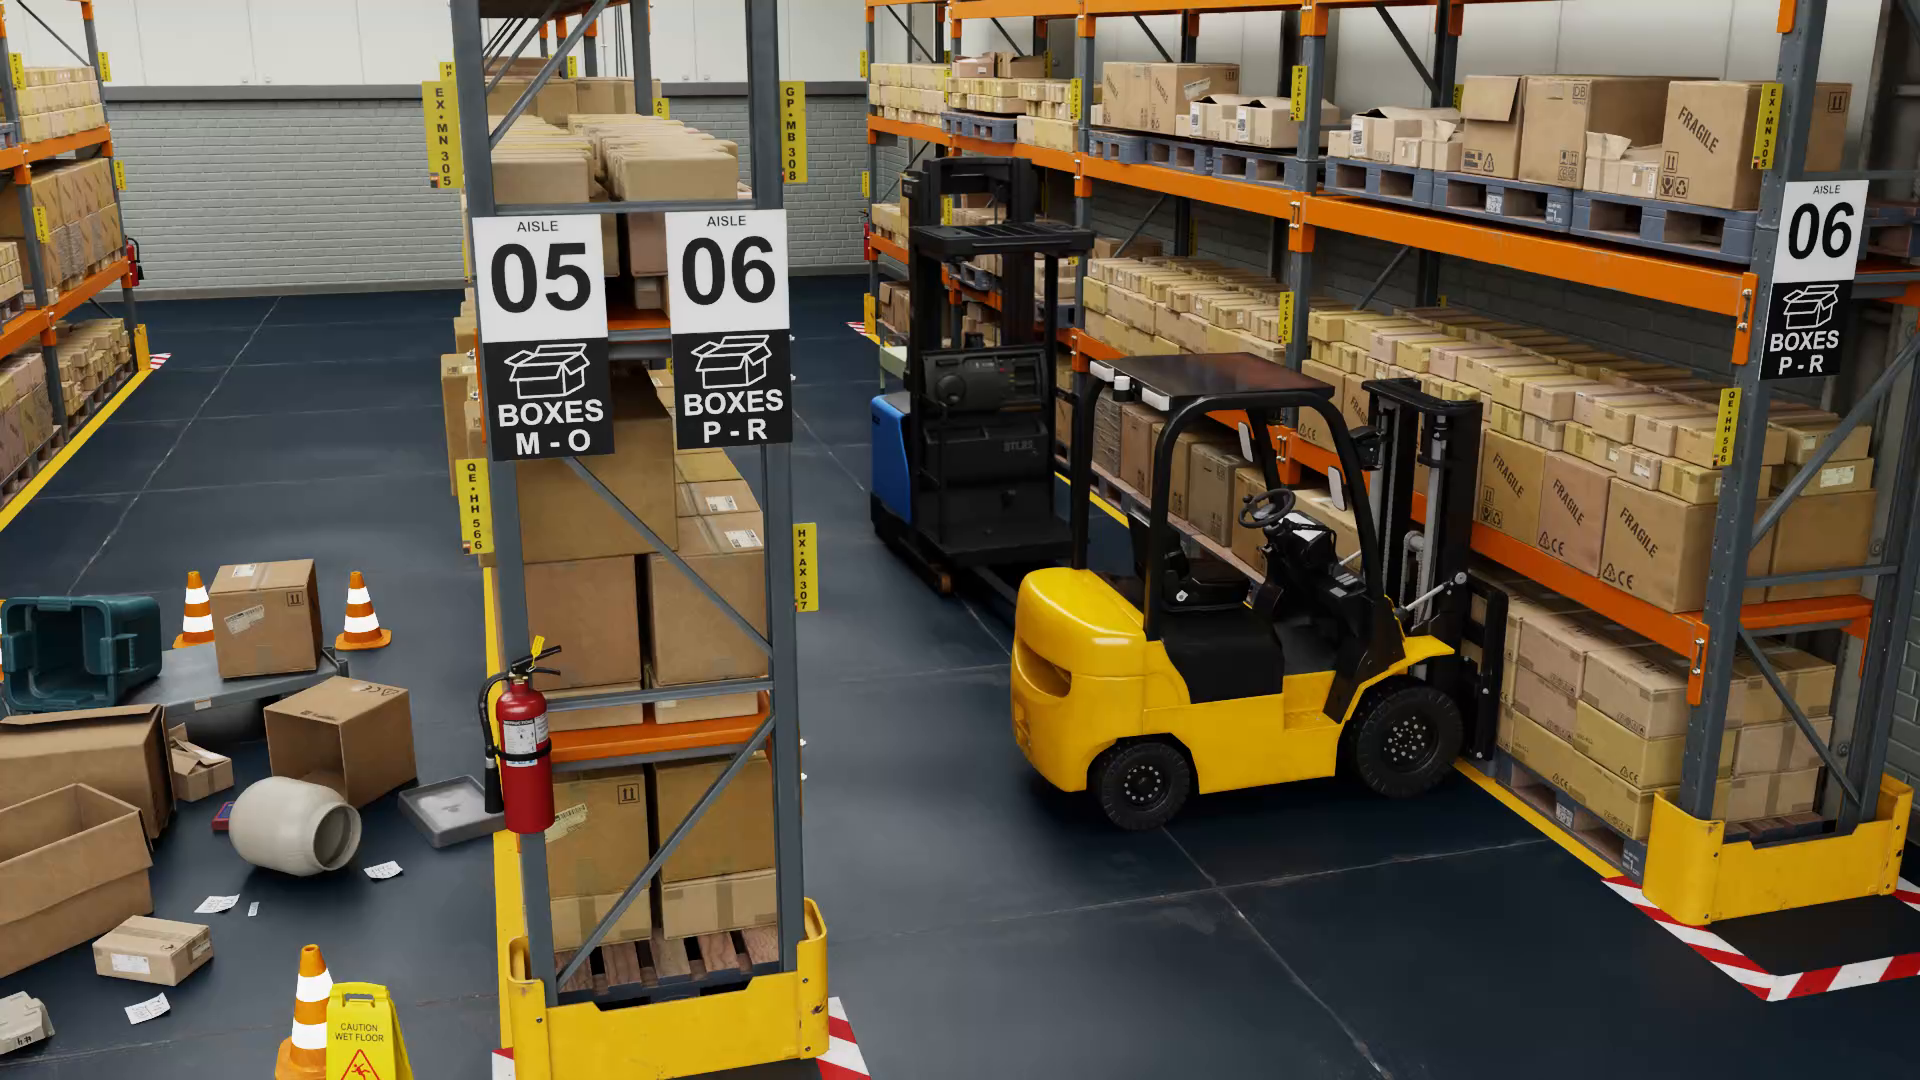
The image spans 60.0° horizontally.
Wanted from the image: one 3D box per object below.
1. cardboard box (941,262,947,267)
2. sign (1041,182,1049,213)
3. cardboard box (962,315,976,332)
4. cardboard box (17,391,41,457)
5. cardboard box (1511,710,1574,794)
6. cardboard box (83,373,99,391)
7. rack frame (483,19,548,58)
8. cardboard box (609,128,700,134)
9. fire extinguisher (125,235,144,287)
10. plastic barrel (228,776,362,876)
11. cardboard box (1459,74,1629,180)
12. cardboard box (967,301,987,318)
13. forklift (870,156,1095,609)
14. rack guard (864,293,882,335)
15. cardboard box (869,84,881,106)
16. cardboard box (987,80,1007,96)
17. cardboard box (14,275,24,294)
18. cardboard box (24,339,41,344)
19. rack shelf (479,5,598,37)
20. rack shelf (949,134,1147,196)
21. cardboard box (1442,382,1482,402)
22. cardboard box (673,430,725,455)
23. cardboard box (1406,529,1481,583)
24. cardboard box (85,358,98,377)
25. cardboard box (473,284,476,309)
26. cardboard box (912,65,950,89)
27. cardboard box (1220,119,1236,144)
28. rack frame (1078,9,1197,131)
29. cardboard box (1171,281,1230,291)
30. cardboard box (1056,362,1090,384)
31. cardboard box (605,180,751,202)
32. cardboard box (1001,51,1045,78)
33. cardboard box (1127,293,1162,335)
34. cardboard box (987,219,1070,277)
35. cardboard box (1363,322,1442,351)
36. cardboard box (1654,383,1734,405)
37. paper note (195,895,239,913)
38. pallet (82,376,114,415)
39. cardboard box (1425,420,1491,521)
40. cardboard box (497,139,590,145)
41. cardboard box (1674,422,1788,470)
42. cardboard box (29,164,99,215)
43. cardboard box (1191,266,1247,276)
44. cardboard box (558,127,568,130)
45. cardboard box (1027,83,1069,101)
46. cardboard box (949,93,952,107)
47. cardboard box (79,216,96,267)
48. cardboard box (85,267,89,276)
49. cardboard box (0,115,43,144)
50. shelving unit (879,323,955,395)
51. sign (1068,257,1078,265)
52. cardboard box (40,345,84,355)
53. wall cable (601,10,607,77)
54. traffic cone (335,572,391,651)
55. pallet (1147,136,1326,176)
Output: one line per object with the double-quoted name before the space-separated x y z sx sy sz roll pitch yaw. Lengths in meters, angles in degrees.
"cardboard box" -0.027 -3.175 18.743 0.380 0.149 0.250 -4 17 -14
"sign" 0.928 -3.756 18.228 0.100 0.325 0.005 -5 17 -15
"cardboard box" 0.238 -2.351 18.051 0.380 0.149 0.250 -4 17 -13
"cardboard box" -8.521 -1.021 14.751 0.500 0.500 0.500 -5 17 -17
"cardboard box" 3.133 1.035 8.340 0.500 0.250 0.500 -5 17 -15
"cardboard box" -9.294 -1.661 17.494 0.380 0.149 0.250 -5 17 -17
"rack frame" -5.475 -6.742 19.756 1.000 3.000 0.127 -5 17 -15
"cardboard box" -1.362 -1.756 7.422 0.380 0.149 0.250 -4 17 -15
"fire extinguisher" -9.832 -3.340 19.641 0.296 0.674 0.183 -5 17 -15
"plastic barrel" -3.101 1.339 7.760 0.512 0.421 0.421 7 18 23
"cardboard box" 3.028 -2.131 8.536 0.797 0.503 0.637 -4 17 -13
"cardboard box" 0.297 -2.498 18.024 0.380 0.149 0.250 -5 17 -16
"forklift" 0.258 -1.154 11.698 1.130 2.935 3.031 -6 18 -18
"rack guard" -0.683 -3.045 22.219 1.175 0.500 0.348 -5 17 -15
"cardboard box" -0.844 -5.626 20.996 0.500 0.250 0.500 -5 17 -16
"cardboard box" 0.476 -4.396 16.174 0.380 0.149 0.250 -5 17 -15
"cardboard box" -8.808 -2.330 15.202 0.380 0.149 0.250 -5 17 -17
"cardboard box" -10.009 -2.036 17.709 0.380 0.149 0.250 -4 17 -14
"rack shelf" -3.826 -4.547 14.392 1.077 0.370 4.000 -5 17 -15
"rack shelf" 0.945 -3.695 16.076 1.077 0.370 4.000 -5 17 -15
"cardboard box" 2.835 -0.764 8.979 0.380 0.149 0.250 -5 17 -16
"cardboard box" -1.376 -0.211 7.749 0.500 0.500 0.500 -5 17 -16
"cardboard box" 2.704 0.131 9.613 0.500 0.250 0.500 -4 17 -13
"cardboard box" -9.290 -1.802 17.447 0.380 0.149 0.250 -5 17 -16
"cardboard box" -1.545 -0.903 5.966 0.380 0.149 0.250 -5 17 -15
"cardboard box" -0.254 -5.304 19.056 0.500 0.250 0.500 -4 17 -14
"cardboard box" 2.000 -2.789 11.341 0.380 0.149 0.250 -5 17 -15
"rack frame" 1.495 -4.923 13.699 1.000 3.000 0.127 -5 17 -15
"cardboard box" 1.829 -1.876 12.684 0.380 0.149 0.250 -5 17 -15
"cardboard box" 1.011 -1.554 15.399 0.380 0.149 0.250 -6 18 -18
"cardboard box" -1.089 -1.251 6.432 0.500 0.250 0.500 -5 17 -16
"cardboard box" 0.650 -4.913 17.175 0.396 0.266 0.258 -5 17 -15
"cardboard box" 1.645 -1.791 13.091 0.500 0.250 0.500 -5 17 -17
"cardboard box" 0.672 -2.893 16.467 0.700 0.500 0.500 -5 17 -16
"cardboard box" 2.634 -1.198 9.907 0.380 0.149 0.250 -5 17 -16
"cardboard box" 3.627 -0.664 8.131 0.380 0.149 0.250 -5 17 -15
"paper note" -3.341 1.633 7.483 0.148 0.019 0.142 1 17 4
"pallet" -9.665 -1.529 17.676 1.003 0.211 1.213 -5 17 -15
"cardboard box" 2.882 -0.424 8.977 0.500 0.500 0.500 -5 17 -15
"cardboard box" -1.657 -1.498 6.561 0.380 0.149 0.250 -5 17 -15
"cardboard box" 3.392 -0.420 7.319 0.380 0.149 0.250 -5 17 -15
"cardboard box" -9.551 -3.729 17.723 0.500 0.500 0.500 -4 17 -12
"cardboard box" 2.105 -2.132 13.534 0.380 0.149 0.250 -5 17 -16
"cardboard box" -2.477 -2.266 9.598 0.500 0.250 0.500 -5 17 -16
"cardboard box" 0.831 -4.109 15.254 0.380 0.149 0.250 -5 17 -16
"cardboard box" 0.095 -4.608 17.396 0.380 0.149 0.250 -4 17 -14
"cardboard box" -9.424 -3.115 17.418 0.500 0.500 0.500 -4 17 -12
"cardboard box" -9.576 -2.899 17.824 0.380 0.149 0.250 -5 18 -18
"cardboard box" -8.981 -3.857 15.626 0.500 0.250 0.500 -4 17 -12
"shelving unit" -0.350 -0.987 13.631 0.431 1.500 0.755 -6 18 -18
"sign" 0.976 -2.521 14.255 0.100 0.325 0.005 -5 17 -15
"cardboard box" -9.378 -1.939 17.384 0.380 0.149 0.250 -5 18 -18
"wall cable" -6.585 -8.352 25.115 2.355 3.000 0.029 -5 17 -15
"traffic cone" -3.864 0.433 10.707 0.336 0.463 0.334 -5 17 -15
"pallet" 2.078 -2.906 12.527 1.003 0.211 1.213 -4 17 -13
